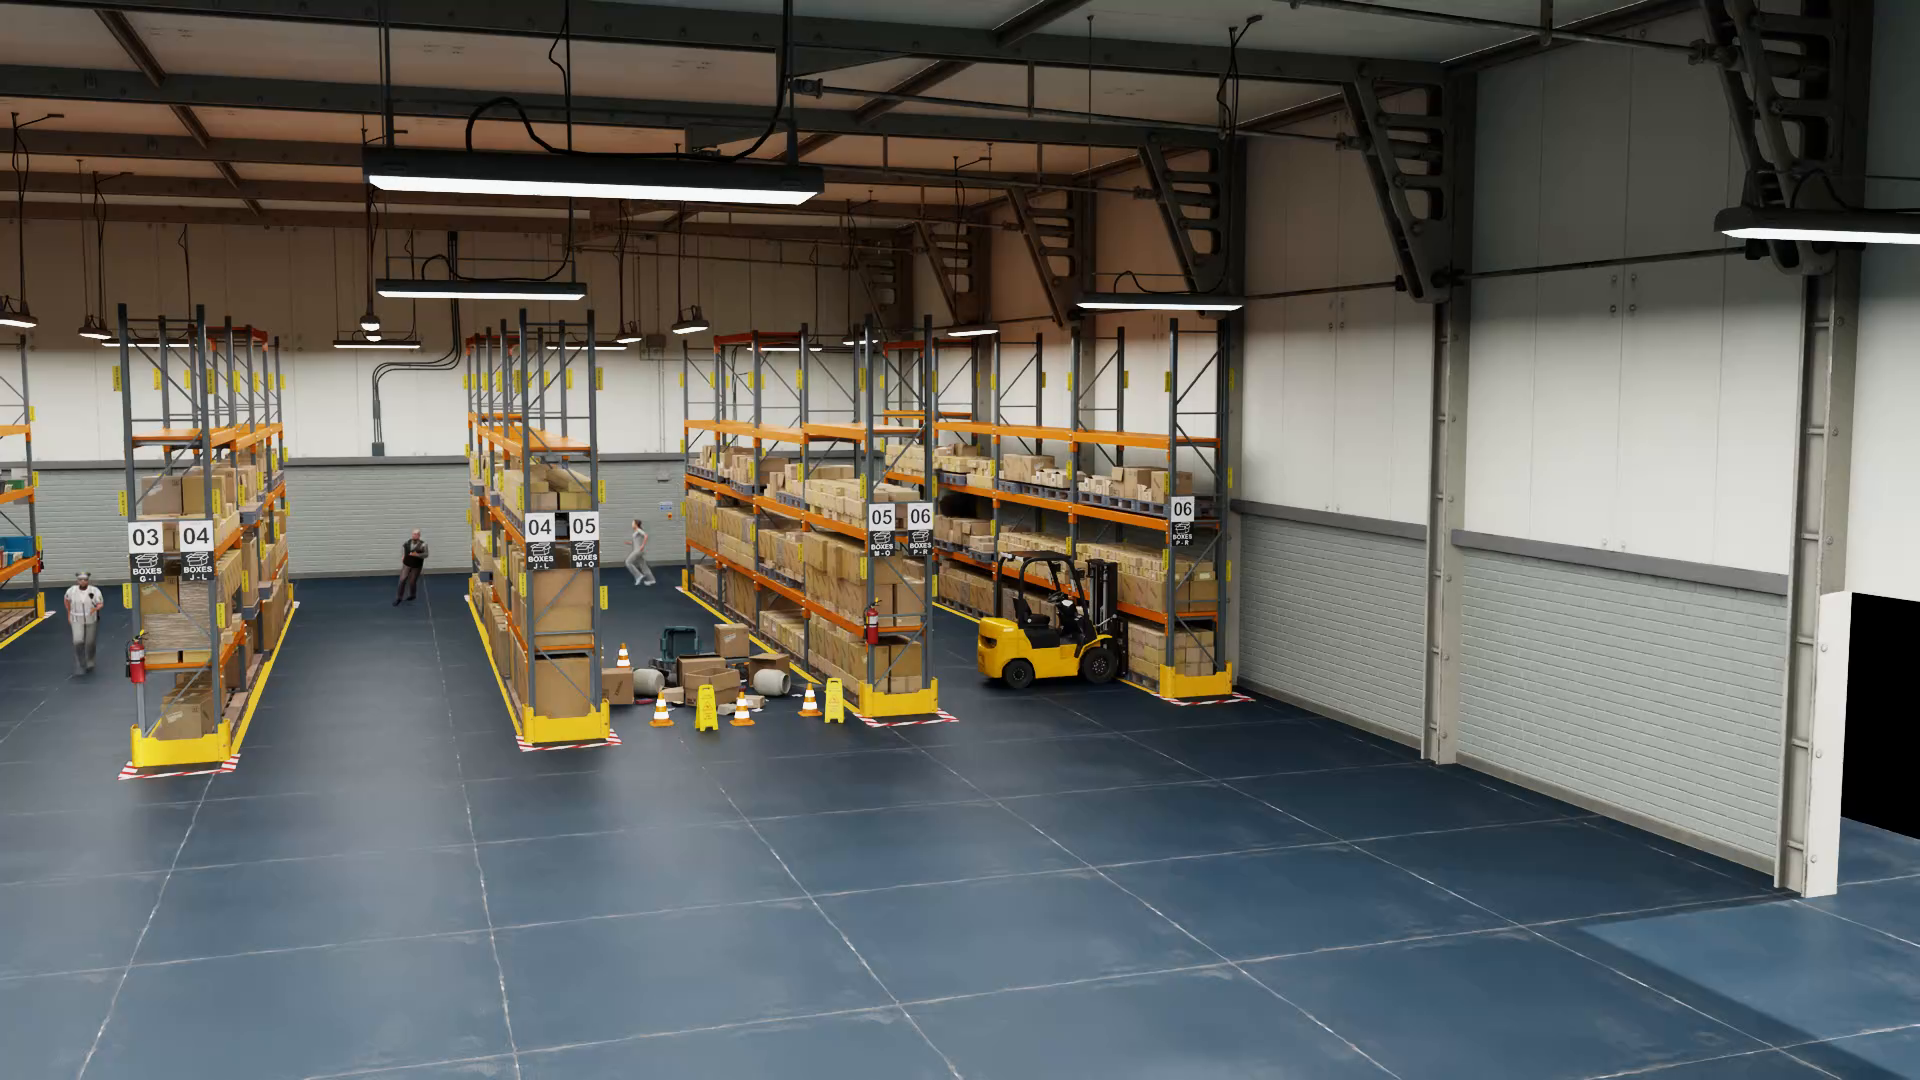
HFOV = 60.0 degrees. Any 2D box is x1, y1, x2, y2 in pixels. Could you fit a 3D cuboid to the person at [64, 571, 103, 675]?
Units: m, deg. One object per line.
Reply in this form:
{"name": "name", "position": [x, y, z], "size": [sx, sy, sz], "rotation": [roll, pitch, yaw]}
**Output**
{"name": "person", "position": [-15.099, 1.429, 28.699], "size": [0.573, 1.826, 0.882], "rotation": [-3, 6, -32]}

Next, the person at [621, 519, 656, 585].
{"name": "person", "position": [-7.873, 0.301, 40.739], "size": [0.819, 1.621, 0.581], "rotation": [-1, 6, -13]}

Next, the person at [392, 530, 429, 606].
{"name": "person", "position": [-12.324, 0.595, 37.439], "size": [0.756, 1.677, 0.883], "rotation": [0, 5, -3]}
